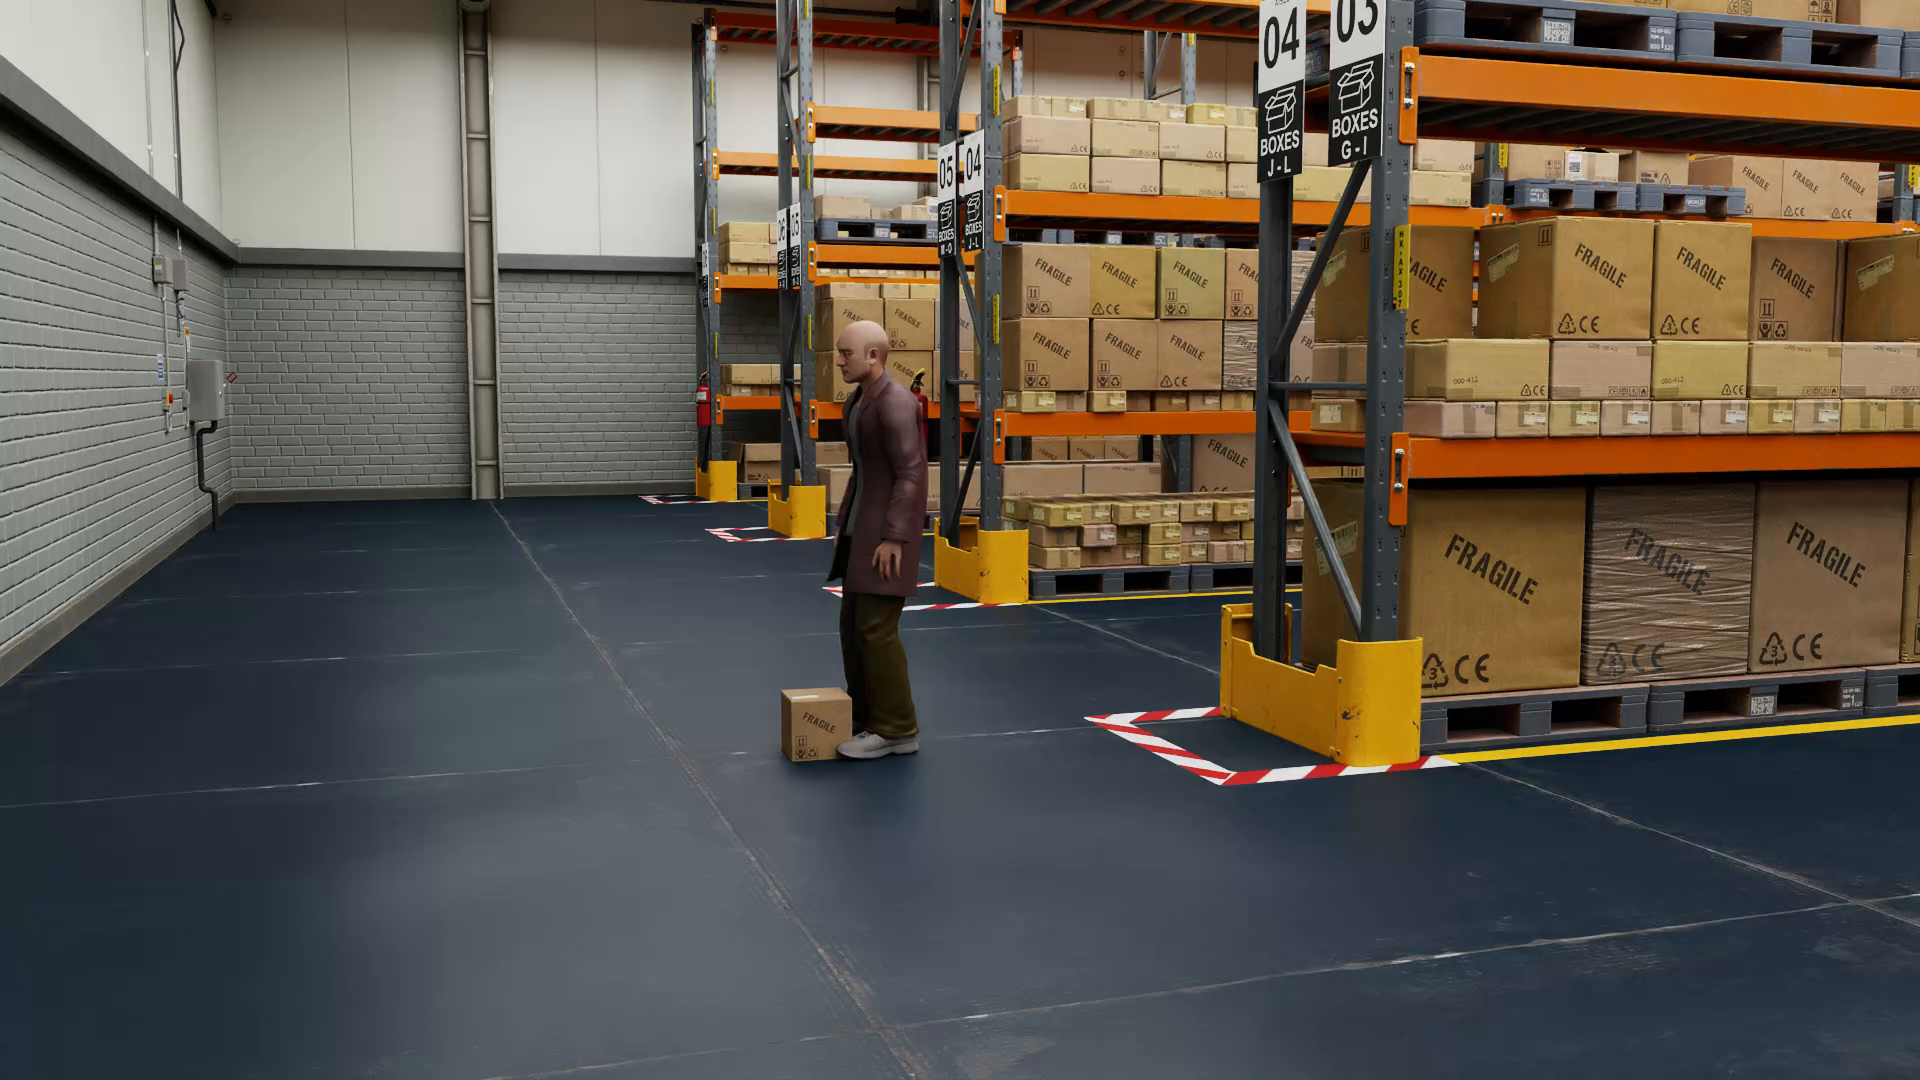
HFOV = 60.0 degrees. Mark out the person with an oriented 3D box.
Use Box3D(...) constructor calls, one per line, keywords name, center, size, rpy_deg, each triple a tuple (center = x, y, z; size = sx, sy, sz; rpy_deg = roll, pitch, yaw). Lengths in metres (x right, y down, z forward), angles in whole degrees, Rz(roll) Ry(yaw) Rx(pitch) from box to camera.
Box3D(name="person", center=(-0.354, -0.008, 6.844), size=(0.423, 1.773, 0.653), rpy_deg=(-2, 6, -22))
